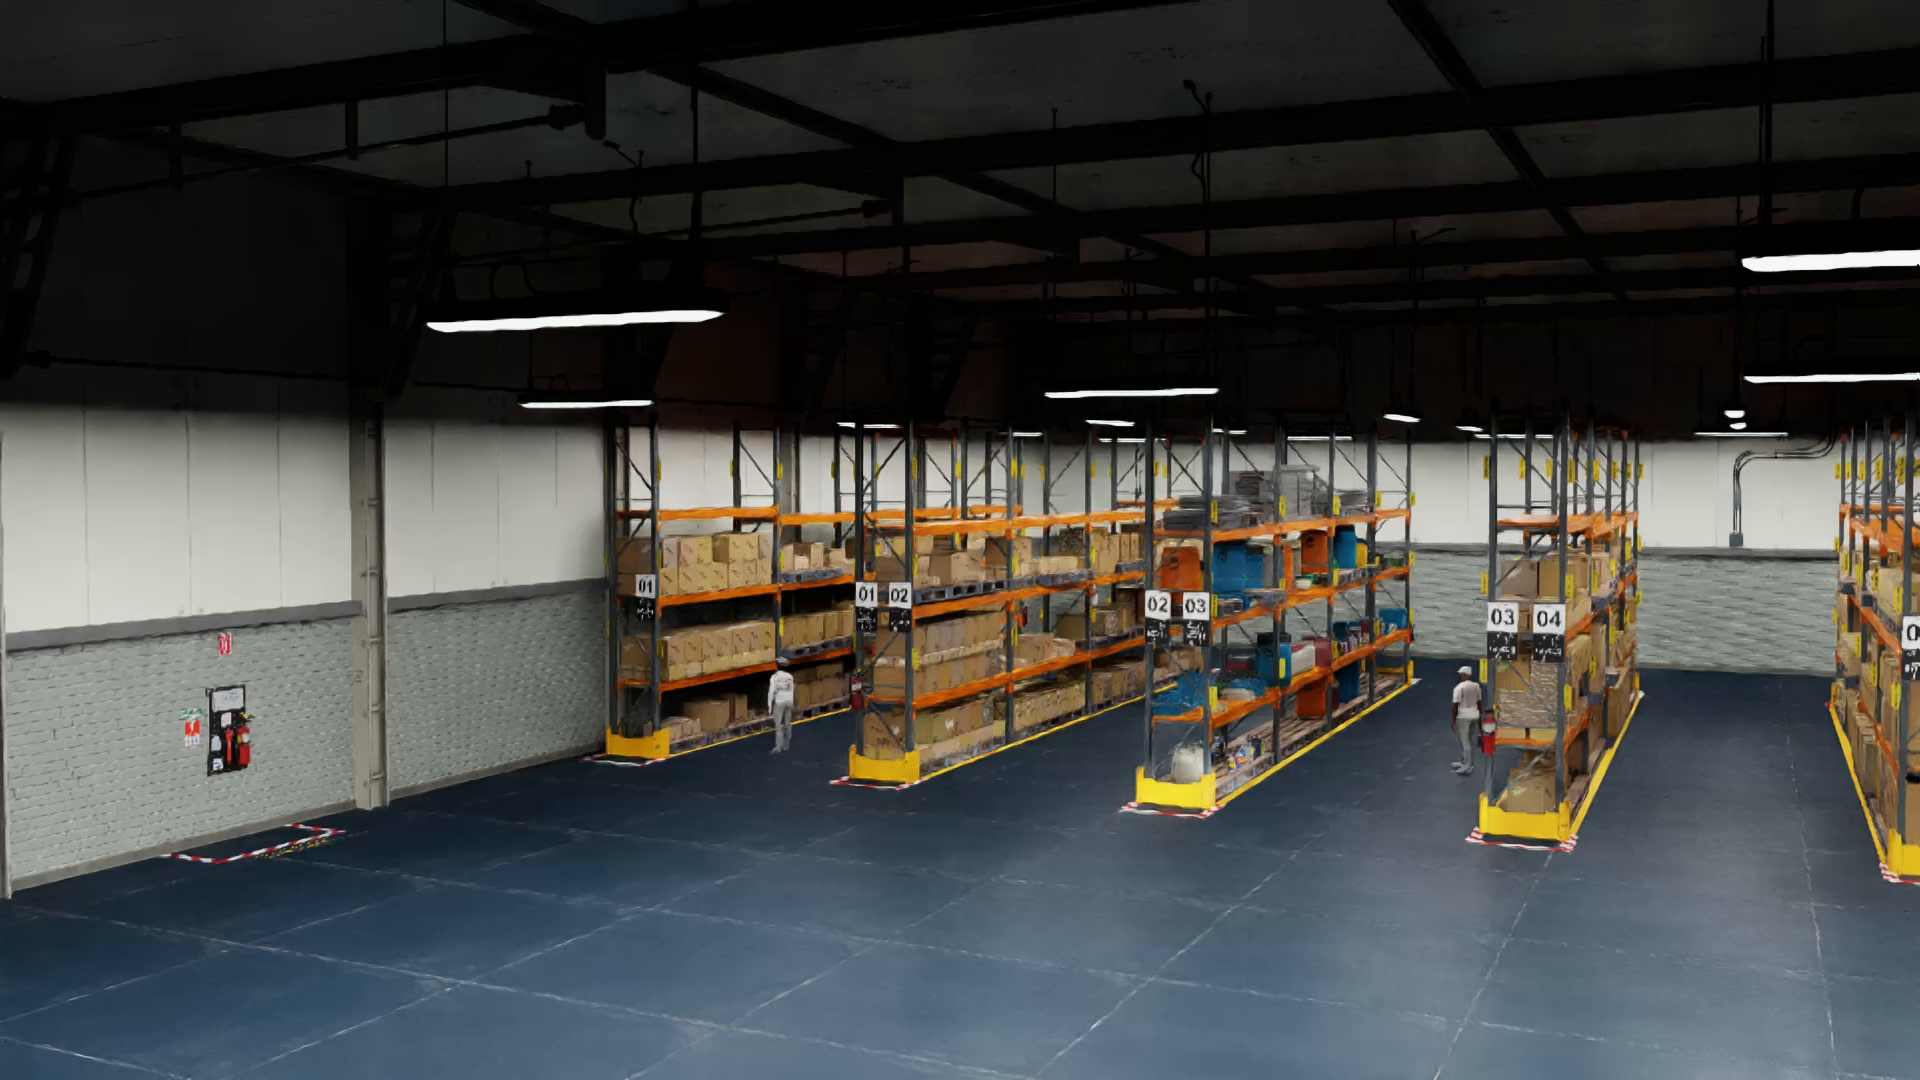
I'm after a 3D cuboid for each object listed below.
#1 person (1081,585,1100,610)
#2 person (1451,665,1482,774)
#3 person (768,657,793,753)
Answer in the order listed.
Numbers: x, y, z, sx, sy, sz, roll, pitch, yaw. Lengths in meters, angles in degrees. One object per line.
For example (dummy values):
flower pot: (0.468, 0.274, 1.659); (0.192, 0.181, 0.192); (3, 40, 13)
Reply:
person: (3.671, 2.141, 47.101); (0.583, 1.776, 0.574); (0, 2, -10)
person: (8.327, 2.946, 27.537); (0.773, 1.760, 0.599); (-2, 3, -35)
person: (-3.188, 2.916, 29.395); (0.524, 1.677, 0.463); (-2, 3, -35)
